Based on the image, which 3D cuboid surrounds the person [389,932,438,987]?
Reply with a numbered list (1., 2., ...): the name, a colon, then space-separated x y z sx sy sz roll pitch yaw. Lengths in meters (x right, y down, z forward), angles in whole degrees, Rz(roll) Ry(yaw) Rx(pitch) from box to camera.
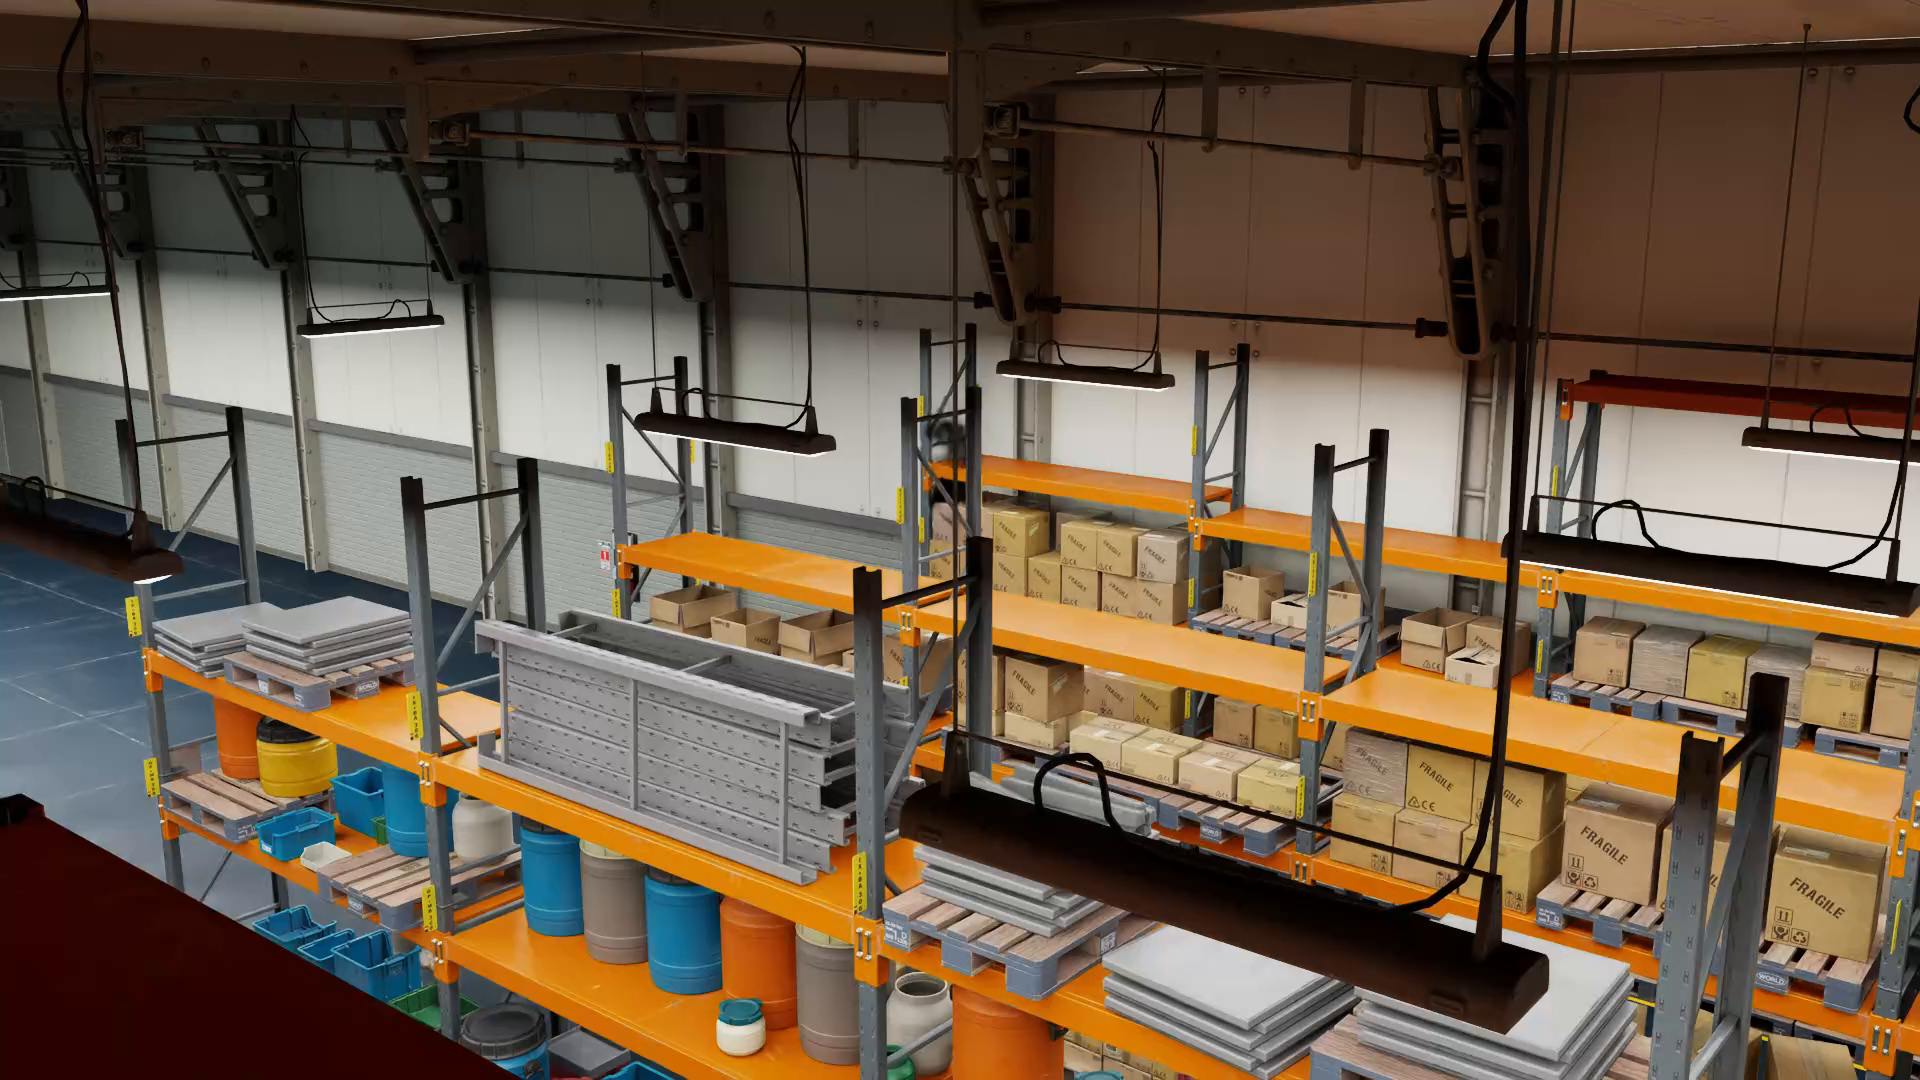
1. person: -5.289 3.683 16.024 0.631 1.724 0.676 6 14 23
